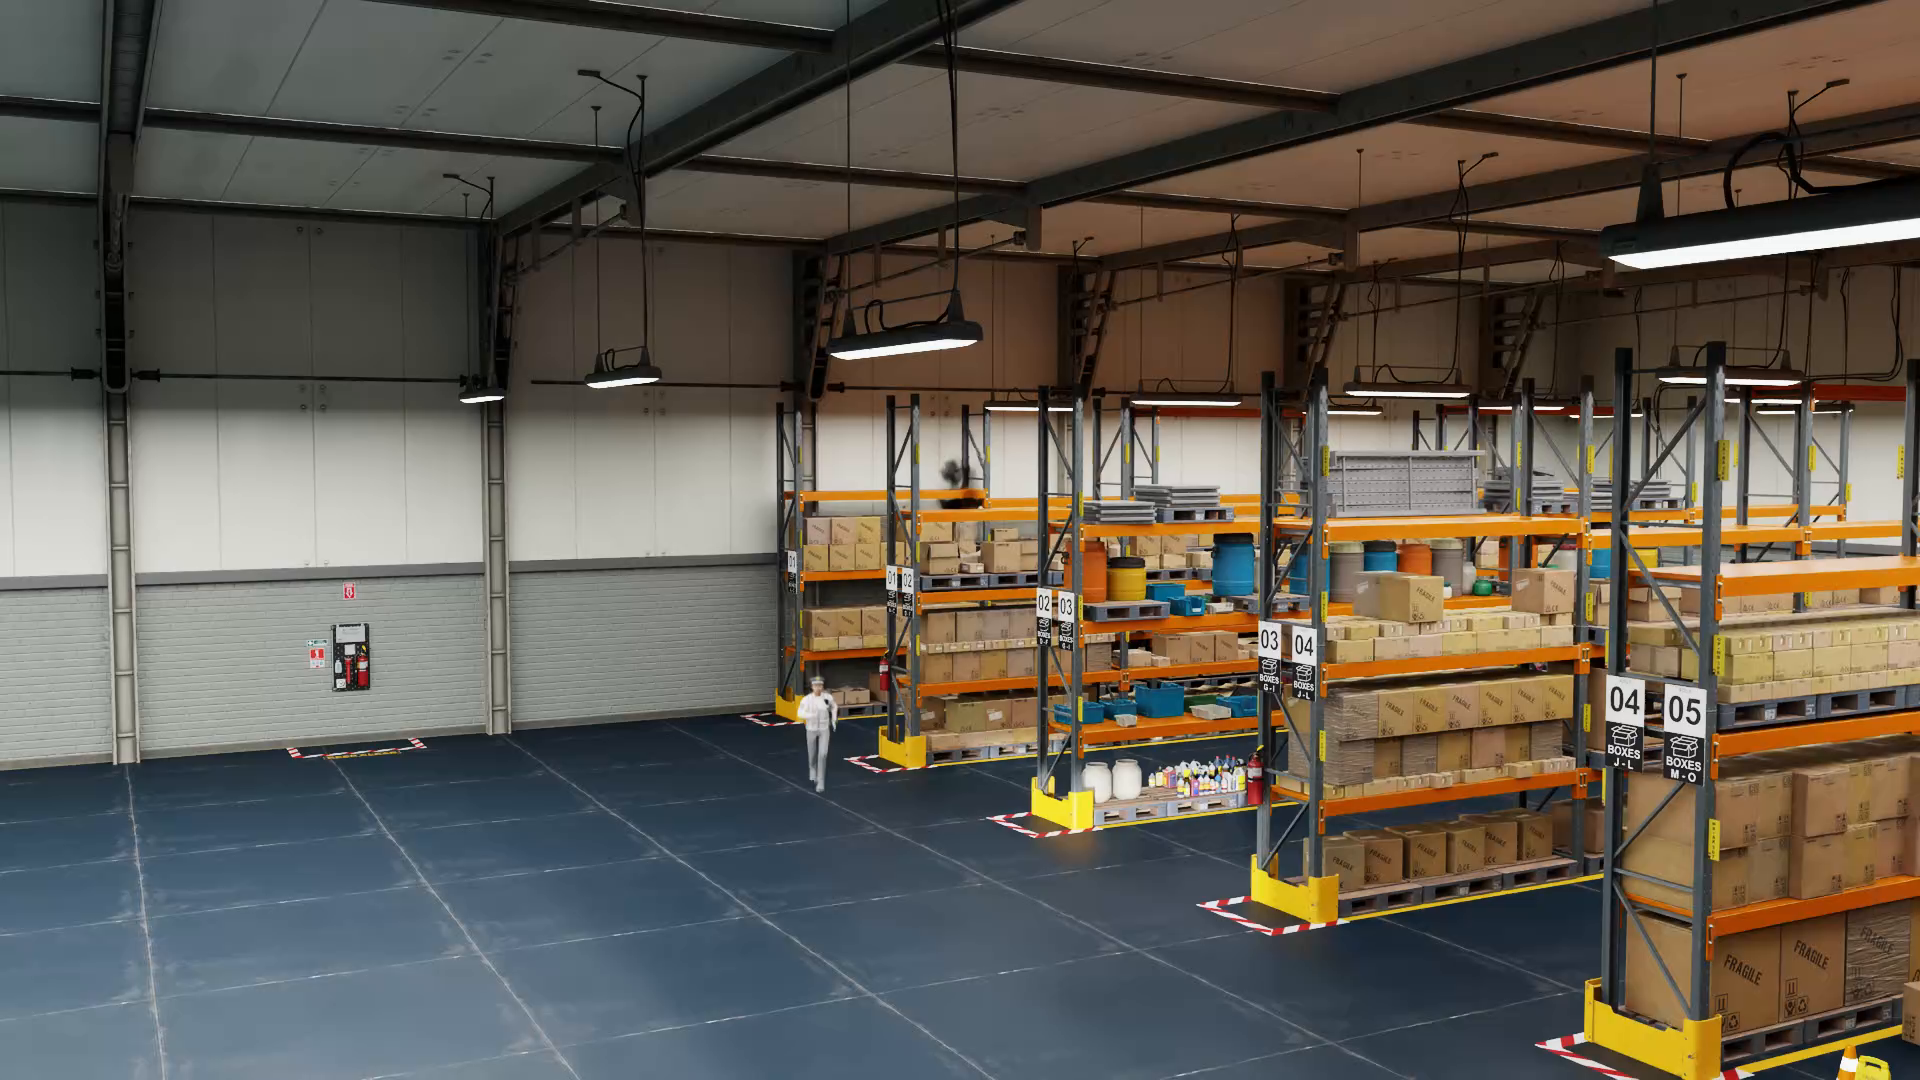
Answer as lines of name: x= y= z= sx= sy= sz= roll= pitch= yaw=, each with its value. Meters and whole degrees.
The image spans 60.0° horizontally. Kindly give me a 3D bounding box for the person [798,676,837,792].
person: x=-2.144 y=2.874 z=25.050 sx=0.606 sy=1.686 sz=0.938 roll=0 pitch=3 yaw=-8
